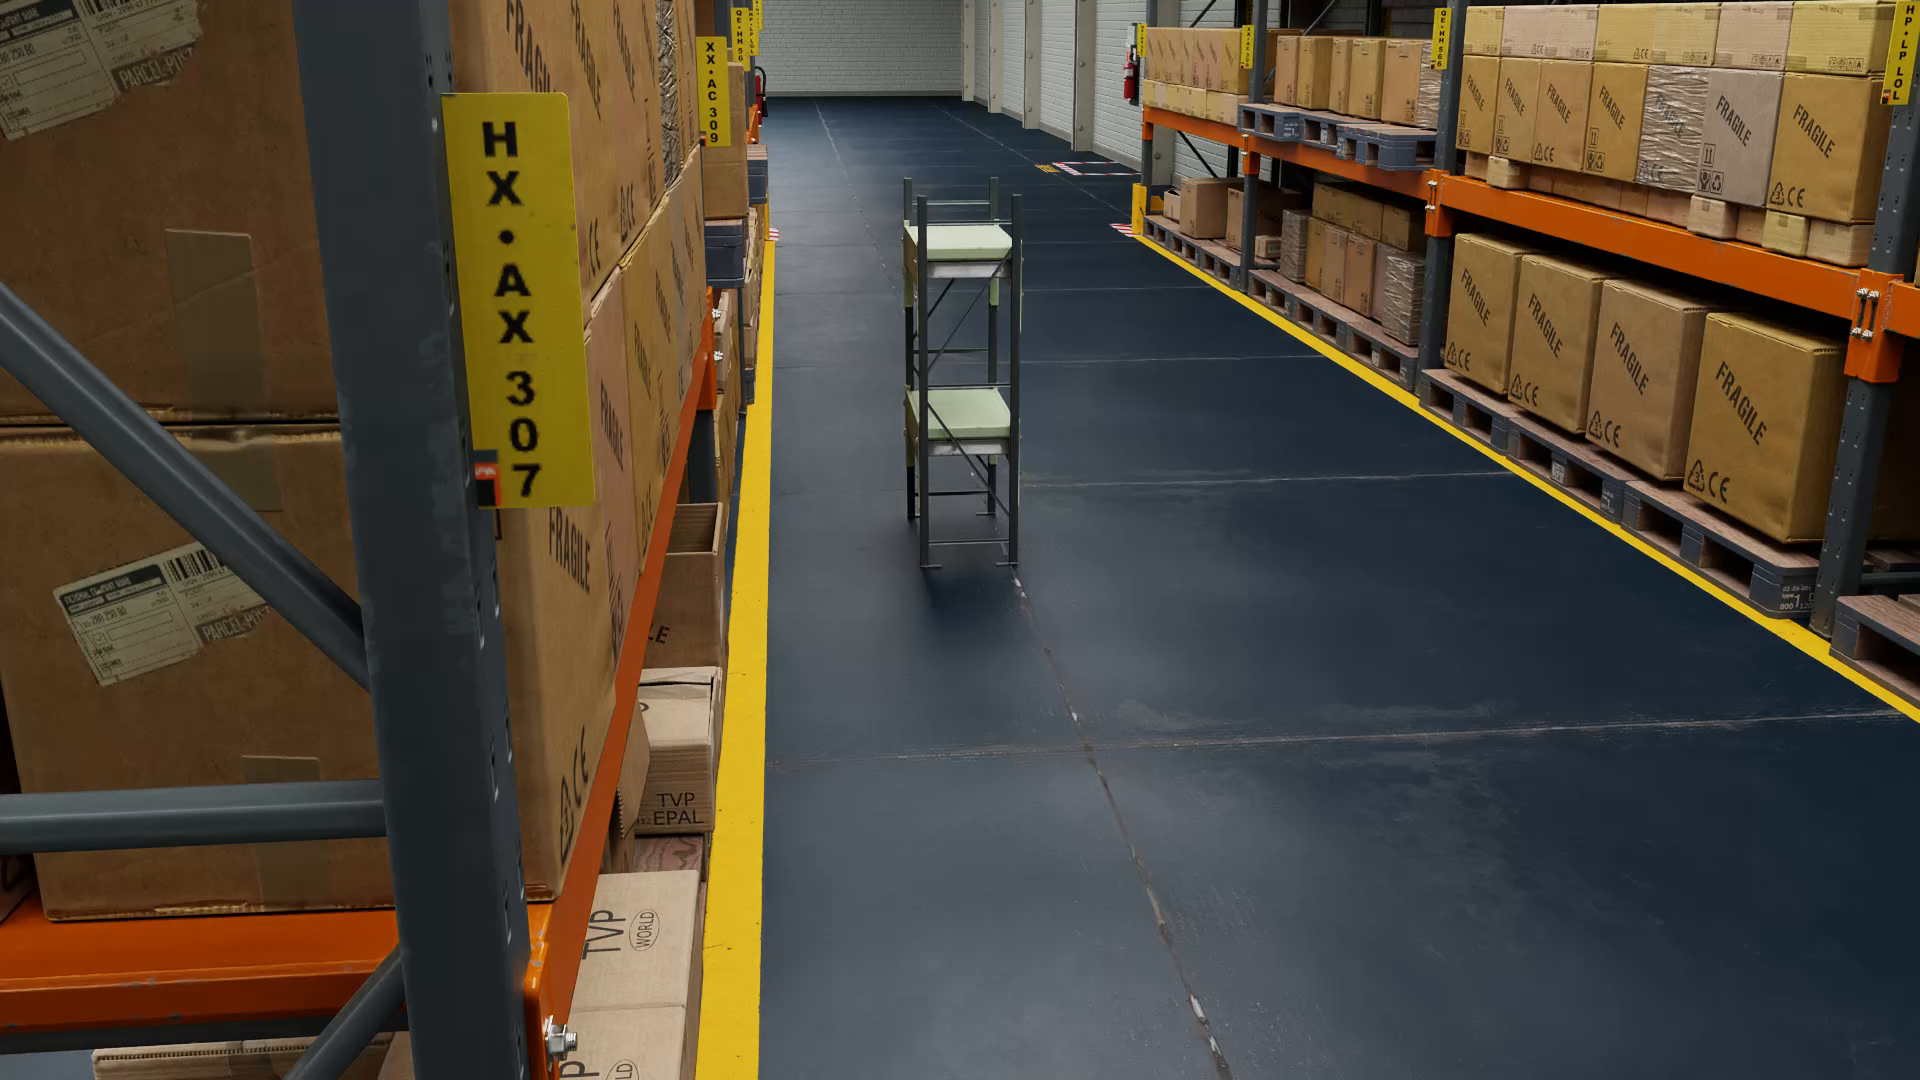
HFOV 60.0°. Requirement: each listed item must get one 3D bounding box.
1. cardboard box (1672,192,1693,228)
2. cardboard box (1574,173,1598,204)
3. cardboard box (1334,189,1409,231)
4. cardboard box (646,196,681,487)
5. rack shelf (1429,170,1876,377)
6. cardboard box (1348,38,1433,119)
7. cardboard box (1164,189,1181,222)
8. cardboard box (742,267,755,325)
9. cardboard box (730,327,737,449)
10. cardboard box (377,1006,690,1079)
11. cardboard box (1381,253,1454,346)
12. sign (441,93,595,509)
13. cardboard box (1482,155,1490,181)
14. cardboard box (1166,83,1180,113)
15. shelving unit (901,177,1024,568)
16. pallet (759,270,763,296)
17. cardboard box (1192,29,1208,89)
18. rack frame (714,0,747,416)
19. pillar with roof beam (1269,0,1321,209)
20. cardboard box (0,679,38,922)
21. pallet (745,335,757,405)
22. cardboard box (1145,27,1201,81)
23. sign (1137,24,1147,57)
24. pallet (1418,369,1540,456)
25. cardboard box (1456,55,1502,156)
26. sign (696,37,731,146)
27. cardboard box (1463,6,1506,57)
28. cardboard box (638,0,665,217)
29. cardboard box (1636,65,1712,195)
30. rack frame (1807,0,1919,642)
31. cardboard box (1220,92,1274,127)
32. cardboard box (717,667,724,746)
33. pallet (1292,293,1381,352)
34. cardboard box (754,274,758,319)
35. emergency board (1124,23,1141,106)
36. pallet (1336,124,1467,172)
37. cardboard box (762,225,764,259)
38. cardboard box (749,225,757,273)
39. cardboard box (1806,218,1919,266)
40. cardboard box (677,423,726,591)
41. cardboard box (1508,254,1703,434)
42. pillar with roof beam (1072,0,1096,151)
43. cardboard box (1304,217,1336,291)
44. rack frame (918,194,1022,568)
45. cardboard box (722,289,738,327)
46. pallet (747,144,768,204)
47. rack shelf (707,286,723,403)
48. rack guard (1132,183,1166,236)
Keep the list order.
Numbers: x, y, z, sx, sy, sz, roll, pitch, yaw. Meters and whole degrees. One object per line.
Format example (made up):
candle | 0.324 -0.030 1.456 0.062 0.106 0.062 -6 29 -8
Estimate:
cardboard box | 3.234 -1.385 6.966 0.380 0.149 0.250 -2 18 -6
cardboard box | 3.178 -1.692 7.945 0.380 0.149 0.250 -2 17 -5
cardboard box | 3.000 -2.352 11.848 0.500 0.250 0.500 -2 18 -7
cardboard box | -0.828 -0.393 3.253 0.500 0.500 0.500 -2 17 -5
rack shelf | 3.421 -1.351 7.674 1.077 0.370 4.000 -2 18 -6
cardboard box | 3.005 -3.058 11.008 0.700 0.500 0.500 -2 18 -6
cardboard box | 2.371 -3.392 16.727 0.500 0.311 0.500 -4 18 -12
cardboard box | -1.475 -1.457 9.764 0.500 0.311 0.500 -1 17 -4
cardboard box | -1.330 -0.728 7.926 0.500 0.500 0.500 -2 18 -8
cardboard box | -0.713 1.030 2.745 0.500 0.250 0.500 -2 18 -6
cardboard box | 3.088 -1.520 10.451 0.700 0.500 0.500 -2 17 -5
sign | -0.348 -0.182 1.305 0.100 0.325 0.005 -2 18 -6
cardboard box | 3.035 -1.999 8.923 0.380 0.149 0.250 -2 17 -5
cardboard box | 2.238 -4.150 15.606 0.500 0.250 0.500 -2 18 -7
shelving unit | -0.001 -0.718 6.959 0.431 1.500 0.755 -2 18 -6
pallet | -2.166 -2.236 13.945 1.003 0.211 1.213 -2 18 -6
cardboard box | 2.347 -4.208 14.537 0.500 0.500 0.500 -2 18 -7
rack frame | -1.713 -2.136 8.973 1.000 3.000 0.127 -2 18 -6
pillar with roof beam | -0.960 -7.221 15.155 9.100 9.000 0.400 -2 18 -6
cardboard box | -1.204 0.075 1.764 0.500 0.500 0.500 -1 17 -4
pallet | -1.759 -1.052 10.176 1.003 0.211 1.213 -2 18 -6
cardboard box | 2.139 -4.818 16.480 0.500 0.500 0.500 -2 18 -6
sign | 1.849 -5.070 16.873 0.100 0.325 0.005 -2 18 -6
pallet | 3.221 -0.723 9.126 1.003 0.211 1.213 -2 18 -6
cardboard box | 3.010 -2.337 8.915 0.500 0.500 0.500 -1 17 -4
sign | -0.761 -1.376 5.108 0.100 0.325 0.005 -2 18 -6
cardboard box | 3.008 -2.695 8.806 0.500 0.250 0.500 -1 17 -4
cardboard box | -0.832 -0.874 3.116 0.500 0.500 0.500 -2 18 -6
cardboard box | 3.223 -1.729 6.979 0.500 0.500 0.500 -2 18 -6
rack frame | 3.627 -1.098 5.668 1.000 3.000 0.127 -2 18 -6
cardboard box | 2.451 -3.552 13.699 0.500 0.250 0.500 -2 18 -6
cardboard box | -0.861 0.477 4.675 0.380 0.149 0.250 -2 18 -6
pallet | 3.012 -1.555 11.779 1.003 0.211 1.213 -2 18 -6
cardboard box | -1.639 -1.647 11.304 0.500 0.250 0.500 -1 17 -5
emergency board | 2.486 -7.017 24.520 0.194 1.169 0.643 -2 18 -6
pallet | 3.035 -2.408 10.159 1.213 0.211 1.003 -2 18 -6
cardboard box | -1.918 -2.513 14.063 0.500 0.250 0.500 -2 18 -6
cardboard box | -1.689 -2.068 11.711 0.500 0.311 0.500 -2 18 -6
cardboard box | 3.310 -1.080 5.996 0.380 0.149 0.250 -2 18 -5
cardboard box | -1.108 -0.113 5.969 0.500 0.500 0.500 -3 18 -8
cardboard box | 3.244 -0.981 8.180 0.750 0.750 0.750 -2 18 -6
pillar with roof beam | -2.198 -10.796 26.543 9.100 9.000 0.400 -2 18 -6
cardboard box | 2.997 -2.128 12.386 0.700 0.500 0.500 -2 18 -7
rack frame | 0.037 -0.609 6.611 0.400 1.500 0.023 -2 18 -6
cardboard box | -1.373 -1.223 8.252 0.500 0.250 0.500 -1 17 -4
pallet | -1.573 -1.845 8.365 1.213 0.211 1.003 -2 18 -6
rack shelf | -1.506 -1.197 7.183 1.077 0.370 4.000 -2 18 -6
rack guard | 2.397 -3.458 17.358 1.175 0.500 0.348 -2 18 -6
